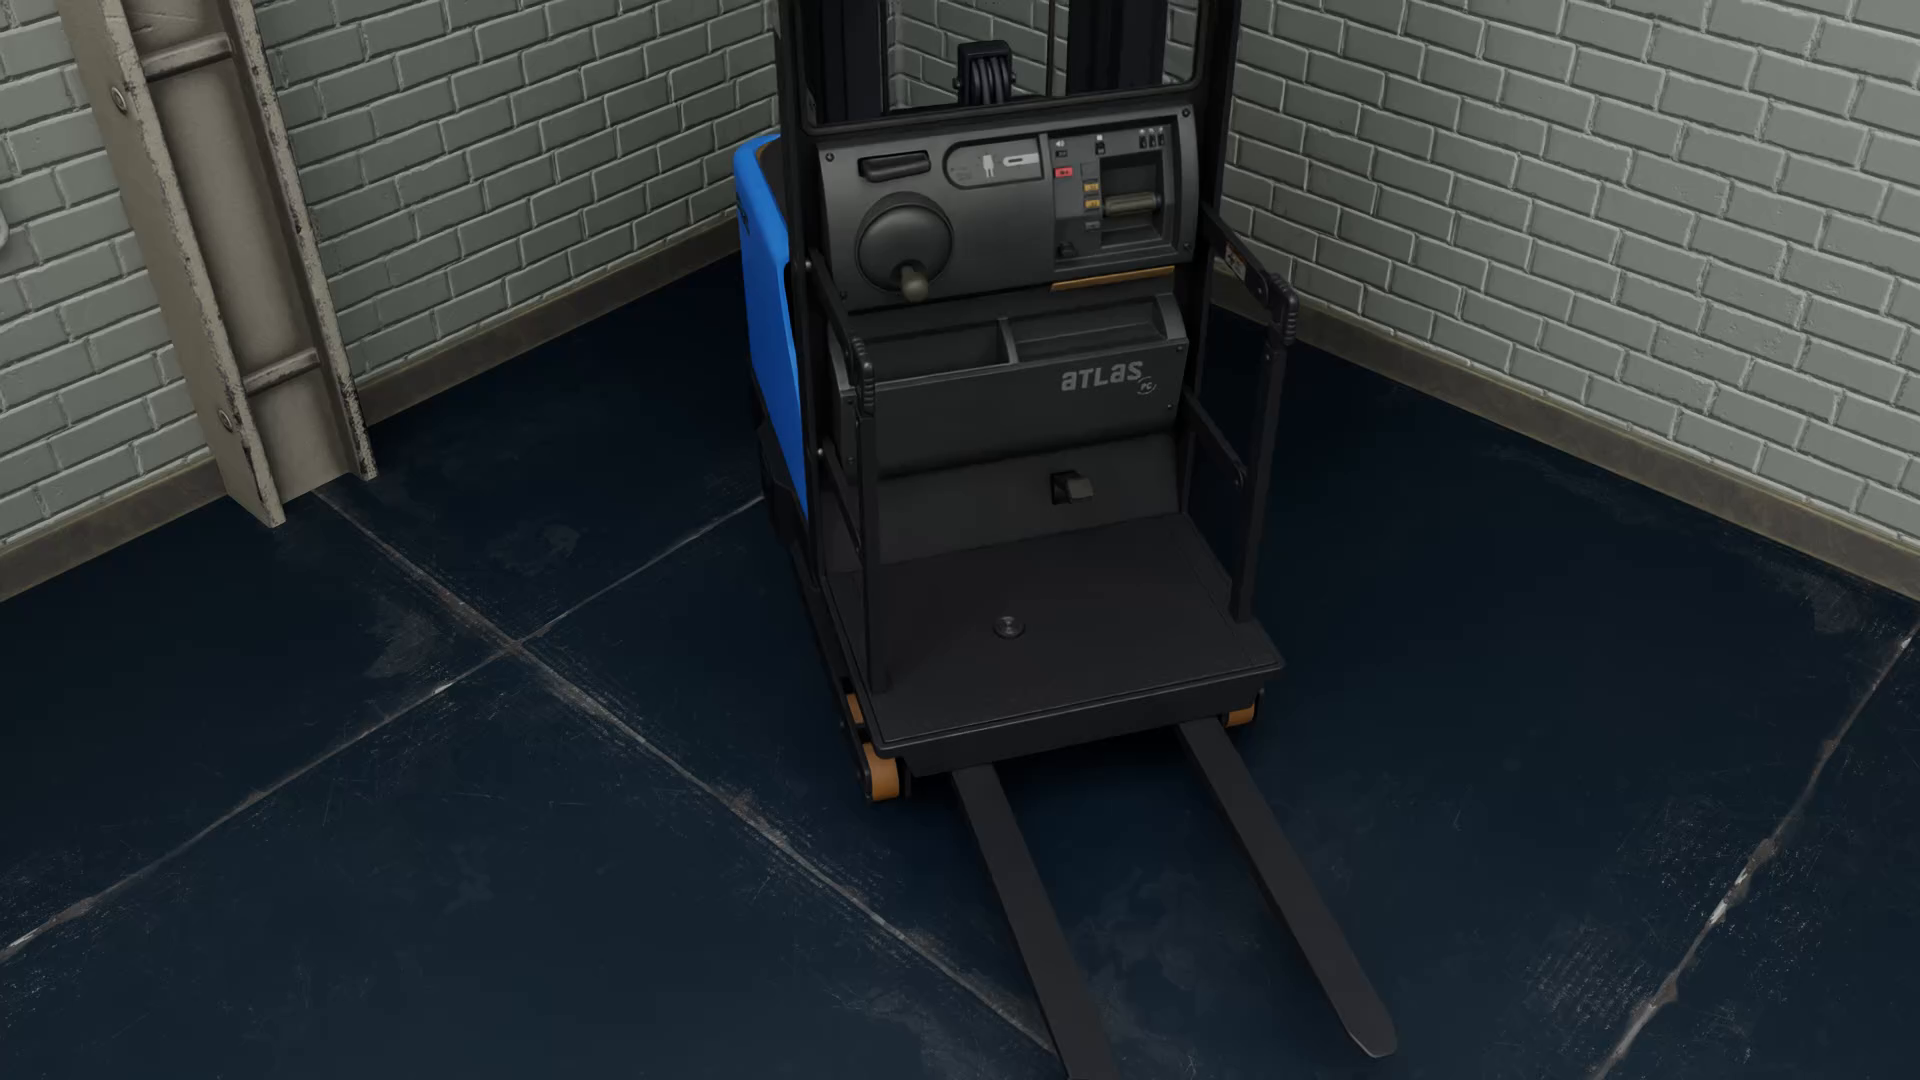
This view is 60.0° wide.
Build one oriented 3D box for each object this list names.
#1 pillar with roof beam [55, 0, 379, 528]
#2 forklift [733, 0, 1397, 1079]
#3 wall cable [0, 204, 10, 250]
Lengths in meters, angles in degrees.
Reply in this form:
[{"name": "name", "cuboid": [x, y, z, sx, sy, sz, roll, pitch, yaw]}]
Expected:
[{"name": "pillar with roof beam", "cuboid": [1.004, -1.907, 0.418, 9.100, 9.000, 0.400, 30, 47, 32]}, {"name": "forklift", "cuboid": [0.190, -0.735, 3.819, 1.130, 2.935, 3.031, -10, 40, -12]}, {"name": "wall cable", "cuboid": [-3.191, -1.146, 3.465, 0.084, 1.984, 1.851, 30, 47, 32]}]
